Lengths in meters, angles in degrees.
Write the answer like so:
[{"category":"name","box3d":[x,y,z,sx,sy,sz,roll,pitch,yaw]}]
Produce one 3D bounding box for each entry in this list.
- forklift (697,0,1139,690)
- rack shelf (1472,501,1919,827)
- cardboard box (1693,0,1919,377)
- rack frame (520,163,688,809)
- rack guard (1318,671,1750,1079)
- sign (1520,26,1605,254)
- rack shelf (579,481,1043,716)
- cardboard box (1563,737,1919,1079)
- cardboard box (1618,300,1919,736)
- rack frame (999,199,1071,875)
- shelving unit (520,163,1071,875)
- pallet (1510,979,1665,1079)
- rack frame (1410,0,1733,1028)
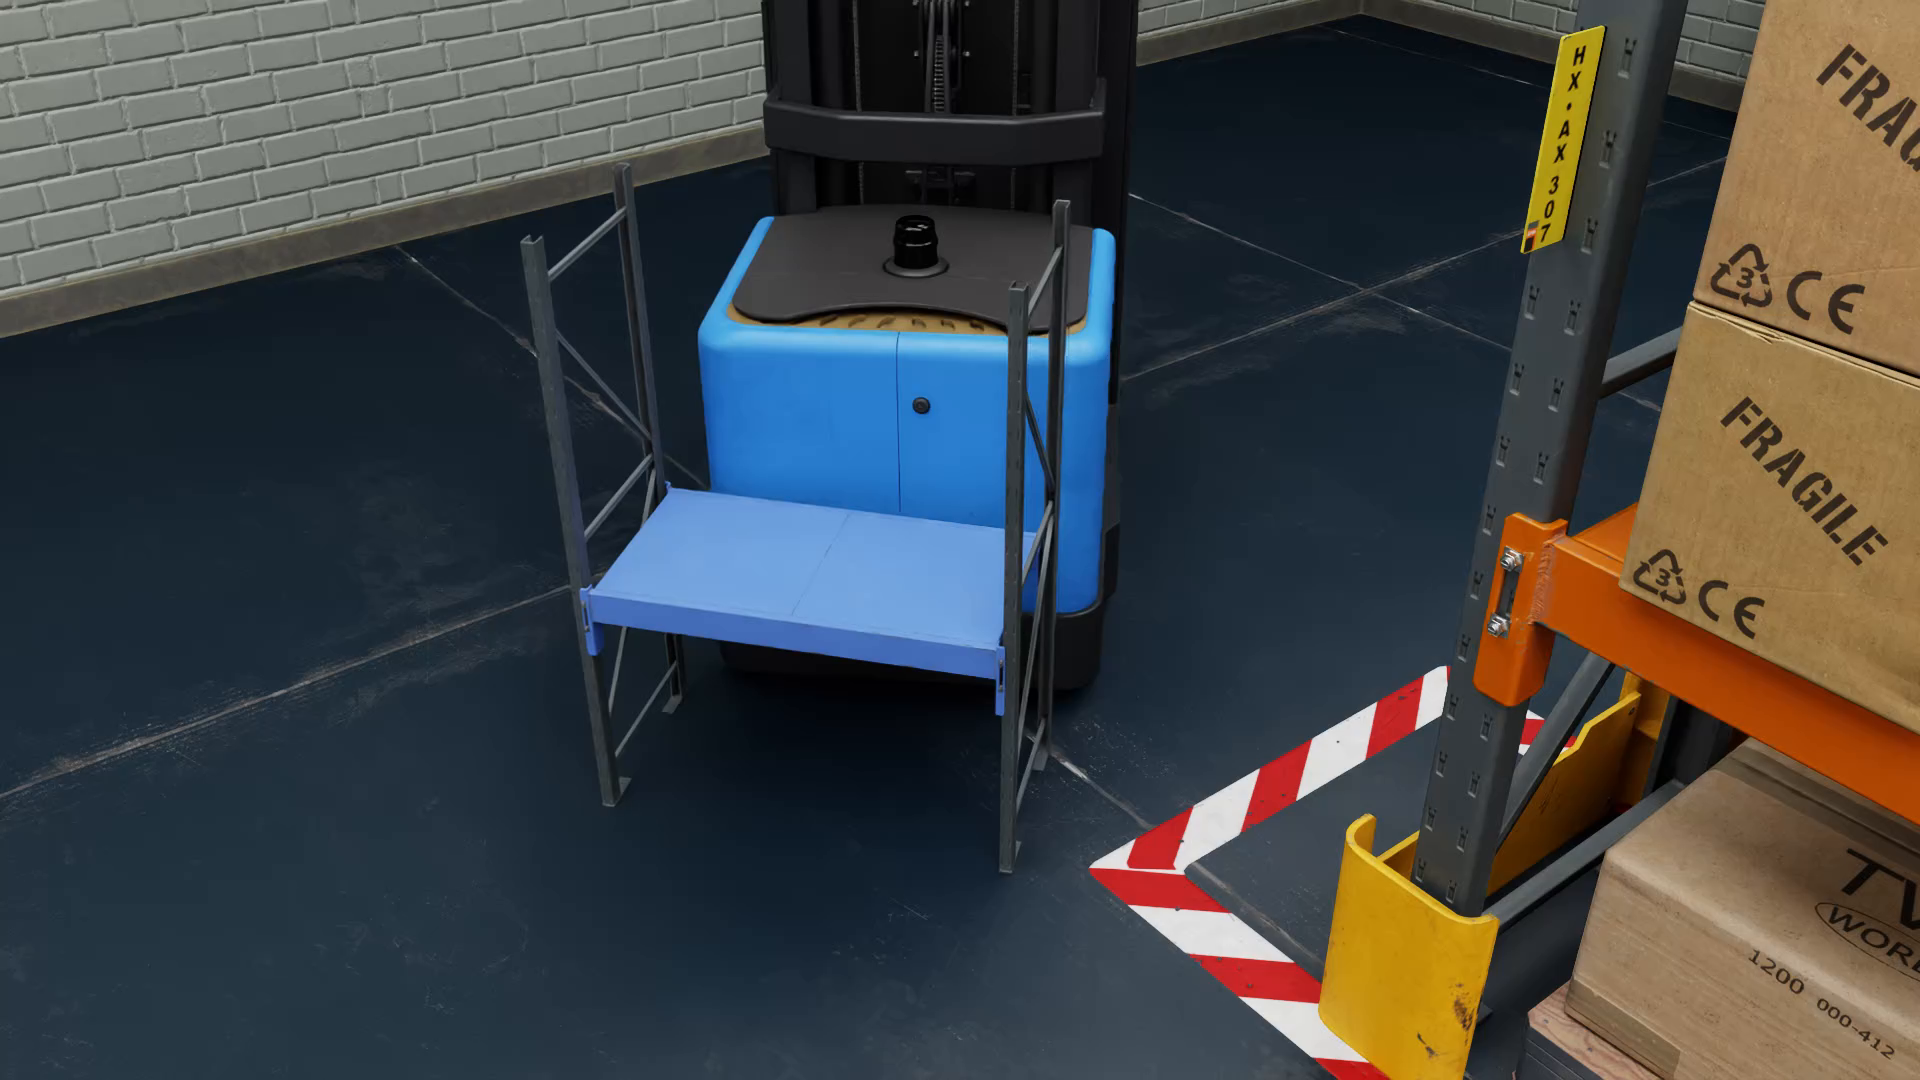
[{"category":"forklift","box3d":[-0.005,-1.598,5.044,1.130,2.935,3.031,3,32,5]},{"category":"rack shelf","box3d":[2.557,0.777,1.838,1.077,0.370,4.000,-22,38,-31]},{"category":"cardboard box","box3d":[1.400,-0.538,2.230,0.500,0.500,0.500,-23,39,-32]},{"category":"rack frame","box3d":[-0.822,-0.094,3.980,0.032,1.500,0.500,7,33,11]},{"category":"rack guard","box3d":[1.316,0.689,3.666,1.175,0.500,0.348,-22,38,-31]},{"category":"sign","box3d":[0.889,-0.587,2.456,0.100,0.325,0.005,-22,38,-31]},{"category":"rack shelf","box3d":[-0.328,0.121,3.974,1.000,0.185,0.538,7,33,11]},{"category":"cardboard box","box3d":[1.815,0.790,3.165,0.875,0.438,0.875,-24,39,-33]},{"category":"cardboard box","box3d":[1.399,-0.112,2.493,0.500,0.500,0.500,-23,38,-32]},{"category":"rack frame","box3d":[0.166,0.031,3.778,0.032,1.500,0.500,7,33,11]},{"category":"shelving unit","box3d":[-0.328,-0.031,3.879,1.048,1.500,0.538,7,33,11]},{"category":"pallet","box3d":[1.883,1.130,3.231,1.003,0.211,1.213,-22,38,-31]},{"category":"rack frame","box3d":[1.331,-0.363,2.991,1.000,3.000,0.127,-22,38,-31]}]
